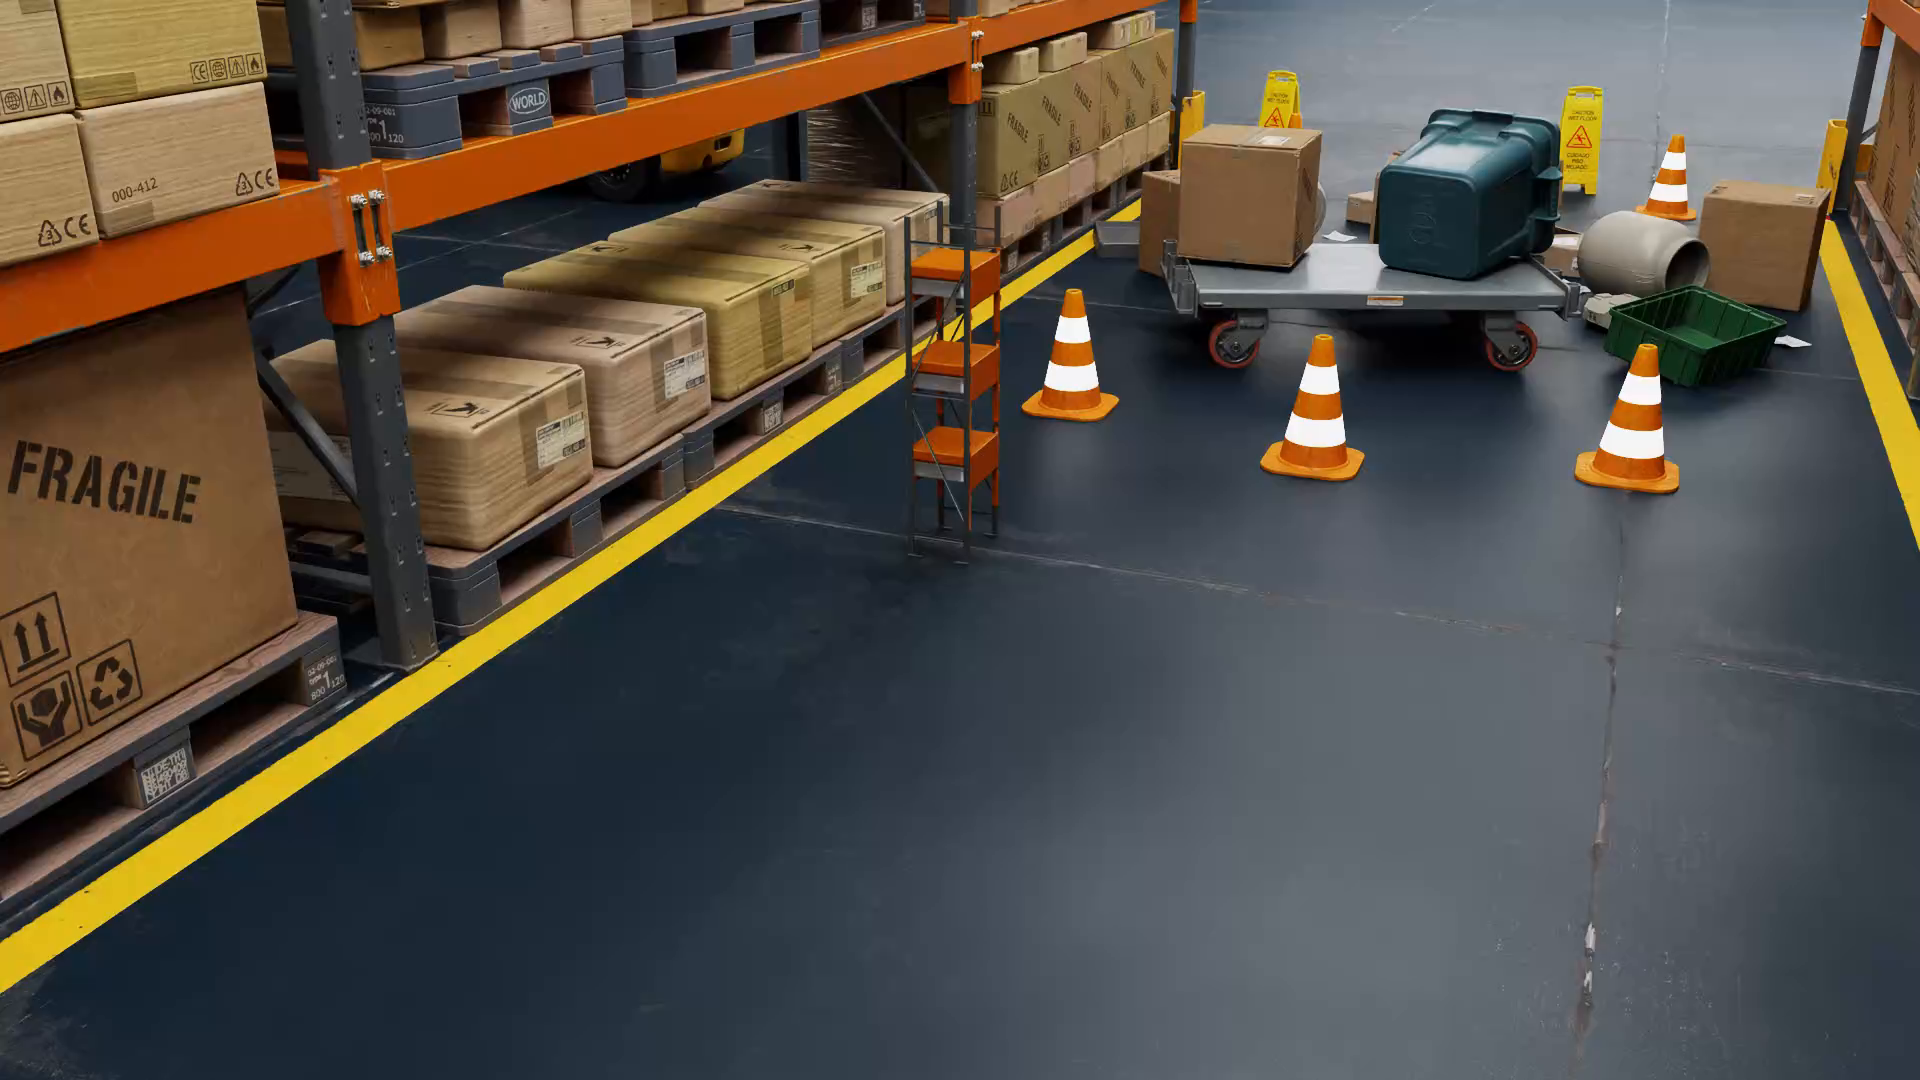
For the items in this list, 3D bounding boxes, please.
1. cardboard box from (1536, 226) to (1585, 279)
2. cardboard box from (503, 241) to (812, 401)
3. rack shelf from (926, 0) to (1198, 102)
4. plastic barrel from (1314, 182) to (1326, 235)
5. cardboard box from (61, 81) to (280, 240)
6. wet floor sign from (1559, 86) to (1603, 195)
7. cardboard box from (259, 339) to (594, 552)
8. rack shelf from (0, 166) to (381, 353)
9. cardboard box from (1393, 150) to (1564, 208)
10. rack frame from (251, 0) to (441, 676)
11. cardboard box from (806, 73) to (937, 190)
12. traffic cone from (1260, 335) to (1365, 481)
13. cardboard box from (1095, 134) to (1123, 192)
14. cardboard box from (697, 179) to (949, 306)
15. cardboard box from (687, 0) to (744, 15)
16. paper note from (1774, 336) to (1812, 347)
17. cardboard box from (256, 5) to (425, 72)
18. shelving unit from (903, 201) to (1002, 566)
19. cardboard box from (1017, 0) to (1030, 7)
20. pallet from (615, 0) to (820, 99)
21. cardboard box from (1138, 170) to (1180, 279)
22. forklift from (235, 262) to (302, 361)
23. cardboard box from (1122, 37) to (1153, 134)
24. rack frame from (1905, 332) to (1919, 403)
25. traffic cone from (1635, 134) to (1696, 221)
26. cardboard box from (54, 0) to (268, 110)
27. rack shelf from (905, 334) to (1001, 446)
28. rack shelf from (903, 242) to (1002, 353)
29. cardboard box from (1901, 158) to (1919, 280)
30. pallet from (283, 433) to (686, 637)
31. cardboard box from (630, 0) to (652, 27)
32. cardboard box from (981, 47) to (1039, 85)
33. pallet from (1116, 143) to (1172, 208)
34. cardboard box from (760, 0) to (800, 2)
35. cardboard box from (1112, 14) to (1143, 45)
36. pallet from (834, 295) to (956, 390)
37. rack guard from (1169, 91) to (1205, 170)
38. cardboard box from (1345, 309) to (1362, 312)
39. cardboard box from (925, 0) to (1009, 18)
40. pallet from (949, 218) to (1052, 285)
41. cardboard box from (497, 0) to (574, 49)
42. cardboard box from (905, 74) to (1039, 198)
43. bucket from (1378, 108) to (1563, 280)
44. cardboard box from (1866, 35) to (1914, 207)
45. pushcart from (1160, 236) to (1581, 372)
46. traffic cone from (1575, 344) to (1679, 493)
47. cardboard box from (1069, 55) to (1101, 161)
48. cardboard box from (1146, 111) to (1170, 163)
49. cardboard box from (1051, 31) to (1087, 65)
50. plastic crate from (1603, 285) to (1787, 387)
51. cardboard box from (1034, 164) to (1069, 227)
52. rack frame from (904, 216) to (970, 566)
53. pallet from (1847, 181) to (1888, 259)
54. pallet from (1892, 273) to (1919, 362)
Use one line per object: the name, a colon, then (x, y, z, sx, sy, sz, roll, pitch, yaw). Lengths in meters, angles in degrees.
cardboard box: (3.155, -1.496, 8.487, 0.396, 0.266, 0.258, 13, 26, 29)
cardboard box: (-1.120, -0.838, 6.228, 0.950, 0.372, 0.625, 10, 25, 22)
rack shelf: (0.336, -2.935, 9.318, 1.077, 0.370, 4.000, 9, 24, 20)
plastic barrel: (1.717, -1.838, 9.101, 0.421, 0.421, 0.512, -12, 25, -26)
cardboard box: (-1.840, -0.832, 3.546, 0.500, 0.250, 0.500, 8, 24, 18)
wet floor sign: (3.884, -2.518, 10.440, 0.267, 0.644, 0.232, 5, 23, 11)
cardboard box: (-1.674, -0.302, 4.945, 0.950, 0.372, 0.625, 7, 24, 16)
rack shelf: (-2.636, -0.072, 2.464, 1.077, 0.370, 4.000, 9, 24, 20)
cardboard box: (2.777, -1.840, 9.001, 0.797, 0.503, 0.637, -7, 24, -17)
rack frame: (-1.893, -1.120, 4.039, 1.000, 3.000, 0.127, 9, 24, 20)
cardboard box: (-0.437, -2.072, 8.369, 0.500, 0.500, 0.500, 8, 24, 19)
traffic cone: (1.253, -0.489, 5.821, 0.336, 0.463, 0.334, 9, 24, 20)
cardboard box: (0.639, -2.207, 9.666, 0.500, 0.250, 0.500, 8, 24, 18)
cardboard box: (-0.600, -1.344, 7.441, 0.950, 0.372, 0.625, 9, 24, 21)
cardboard box: (-0.954, -1.859, 5.589, 0.380, 0.149, 0.250, 10, 25, 22)
paper note: (3.635, -0.879, 7.314, 0.147, 0.020, 0.142, -7, 24, -17)
cardboard box: (-1.600, -1.287, 4.221, 0.380, 0.149, 0.250, 7, 24, 17)
shelving unit: (-0.020, -0.465, 5.002, 0.215, 1.050, 0.252, 9, 24, 20)
cardboard box: (0.124, -2.699, 8.146, 0.380, 0.149, 0.250, 9, 24, 20)
pallet: (-1.196, -1.745, 5.786, 1.003, 0.211, 1.213, 9, 24, 20)
cardboard box: (1.254, -1.588, 8.399, 0.500, 0.500, 0.500, -12, 25, -26)
forklift: (-3.327, -1.862, 5.905, 1.130, 2.935, 3.031, -1, 23, -3)
cardboard box: (0.832, -2.742, 9.973, 0.500, 0.500, 0.500, 10, 25, 22)
rack frame: (4.226, -1.879, 5.856, 1.000, 3.000, 0.127, 9, 24, 20)
traffic cone: (4.196, -2.153, 9.803, 0.336, 0.463, 0.334, 9, 24, 20)
cardboard box: (-1.837, -1.072, 3.469, 0.500, 0.250, 0.500, 9, 24, 20)
rack shelf: (-0.020, -0.456, 5.006, 0.215, 0.259, 0.240, 9, 24, 20)
rack shelf: (-0.020, -0.717, 4.897, 0.215, 0.259, 0.240, 9, 24, 20)
cardboard box: (4.856, -1.630, 7.473, 0.875, 0.875, 0.875, 9, 24, 20)
pallet: (-1.602, -0.112, 5.245, 1.003, 0.211, 1.213, 9, 24, 20)
cardboard box: (-1.181, -1.668, 5.132, 0.380, 0.149, 0.250, 10, 25, 23)
cardboard box: (0.165, -2.330, 8.145, 0.380, 0.149, 0.250, 9, 24, 21)
pallet: (0.716, -2.383, 10.681, 1.003, 0.211, 1.213, 9, 24, 20)
cardboard box: (-0.735, -2.042, 6.029, 0.380, 0.149, 0.250, 9, 24, 20)
cardboard box: (0.853, -2.998, 9.745, 0.380, 0.149, 0.250, 9, 24, 21)
pallet: (-0.695, -0.986, 7.336, 1.003, 0.211, 1.213, 9, 24, 20)
rack guard: (1.050, -2.802, 11.309, 1.175, 0.500, 0.348, 9, 24, 20)
cardboard box: (1.888, -1.274, 7.955, 0.258, 0.266, 0.396, -7, 24, -17)
cardboard box: (0.007, -2.502, 7.674, 0.380, 0.149, 0.250, 9, 24, 20)
pallet: (-0.191, -1.510, 8.591, 1.003, 0.211, 1.213, 9, 24, 20)
cardboard box: (-1.319, -1.475, 4.670, 0.380, 0.149, 0.250, 7, 24, 17)
cardboard box: (0.063, -1.995, 8.183, 0.500, 0.500, 0.500, 10, 25, 23)
bucket: (2.136, -1.448, 7.101, 0.726, 0.611, 0.620, 19, 39, 38)
cardboard box: (5.521, -2.271, 9.008, 0.875, 0.875, 0.875, 9, 24, 20)
pushcart: (1.728, -1.033, 7.233, 1.648, 0.377, 0.936, 1, 23, 2)
traffic cone: (2.326, -0.444, 5.713, 0.336, 0.463, 0.334, 9, 24, 20)
cardboard box: (0.445, -2.373, 9.090, 0.500, 0.500, 0.500, 10, 25, 23)
cardboard box: (1.019, -2.571, 10.536, 0.500, 0.250, 0.500, 9, 24, 20)
cardboard box: (0.451, -2.611, 8.817, 0.380, 0.149, 0.250, 10, 25, 23)
plastic crate: (3.074, -0.857, 6.985, 0.662, 0.188, 0.450, -17, 38, -35)
cardboard box: (0.250, -1.841, 8.789, 0.500, 0.250, 0.500, 10, 25, 23)
rack frame: (-0.065, -0.422, 4.897, 0.200, 1.050, 0.008, 9, 24, 20)
pallet: (5.487, -1.726, 9.108, 1.003, 0.211, 1.213, 9, 24, 20)
pallet: (4.581, -0.853, 7.018, 1.003, 0.211, 1.213, 9, 24, 20)
